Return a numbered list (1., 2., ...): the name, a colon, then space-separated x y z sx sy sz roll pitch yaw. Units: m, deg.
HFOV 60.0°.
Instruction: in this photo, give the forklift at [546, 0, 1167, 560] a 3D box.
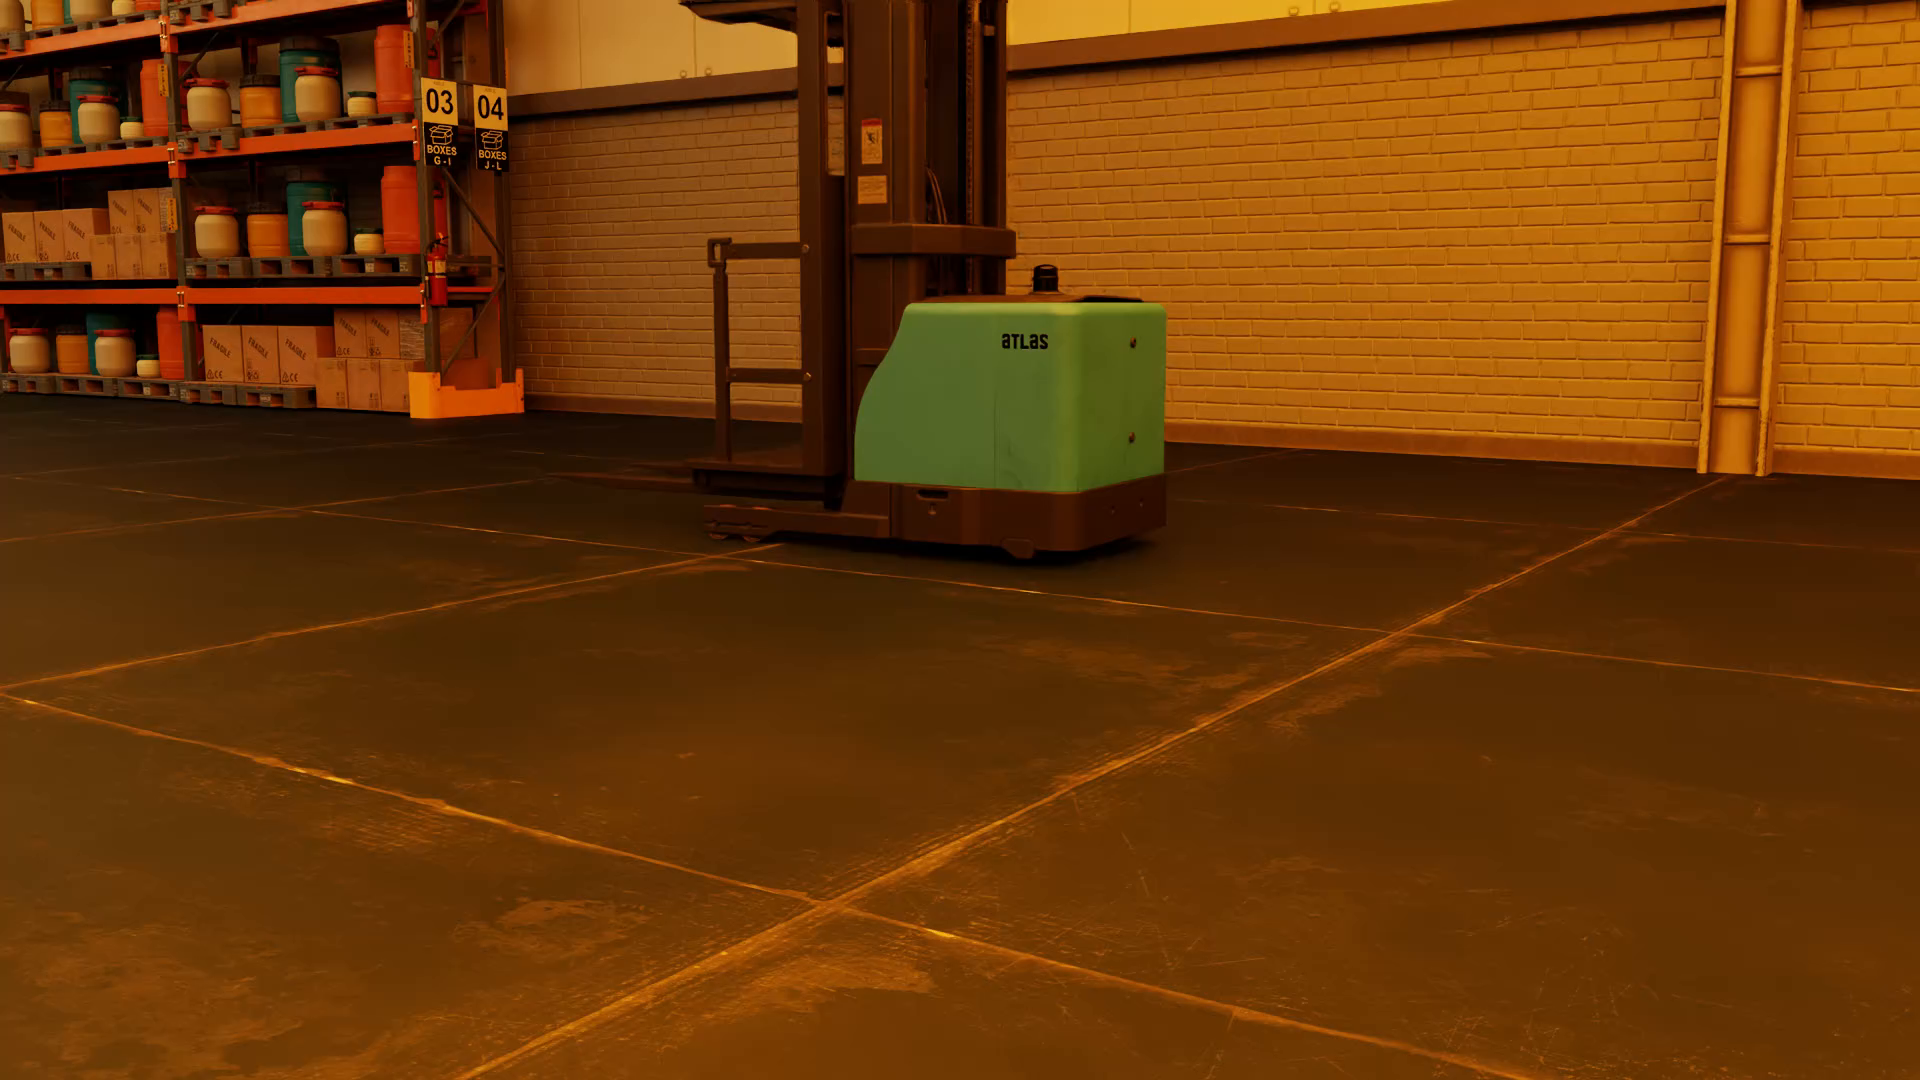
1. forklift: -0.600 -1.496 7.717 3.031 2.935 1.130 5 9 29
